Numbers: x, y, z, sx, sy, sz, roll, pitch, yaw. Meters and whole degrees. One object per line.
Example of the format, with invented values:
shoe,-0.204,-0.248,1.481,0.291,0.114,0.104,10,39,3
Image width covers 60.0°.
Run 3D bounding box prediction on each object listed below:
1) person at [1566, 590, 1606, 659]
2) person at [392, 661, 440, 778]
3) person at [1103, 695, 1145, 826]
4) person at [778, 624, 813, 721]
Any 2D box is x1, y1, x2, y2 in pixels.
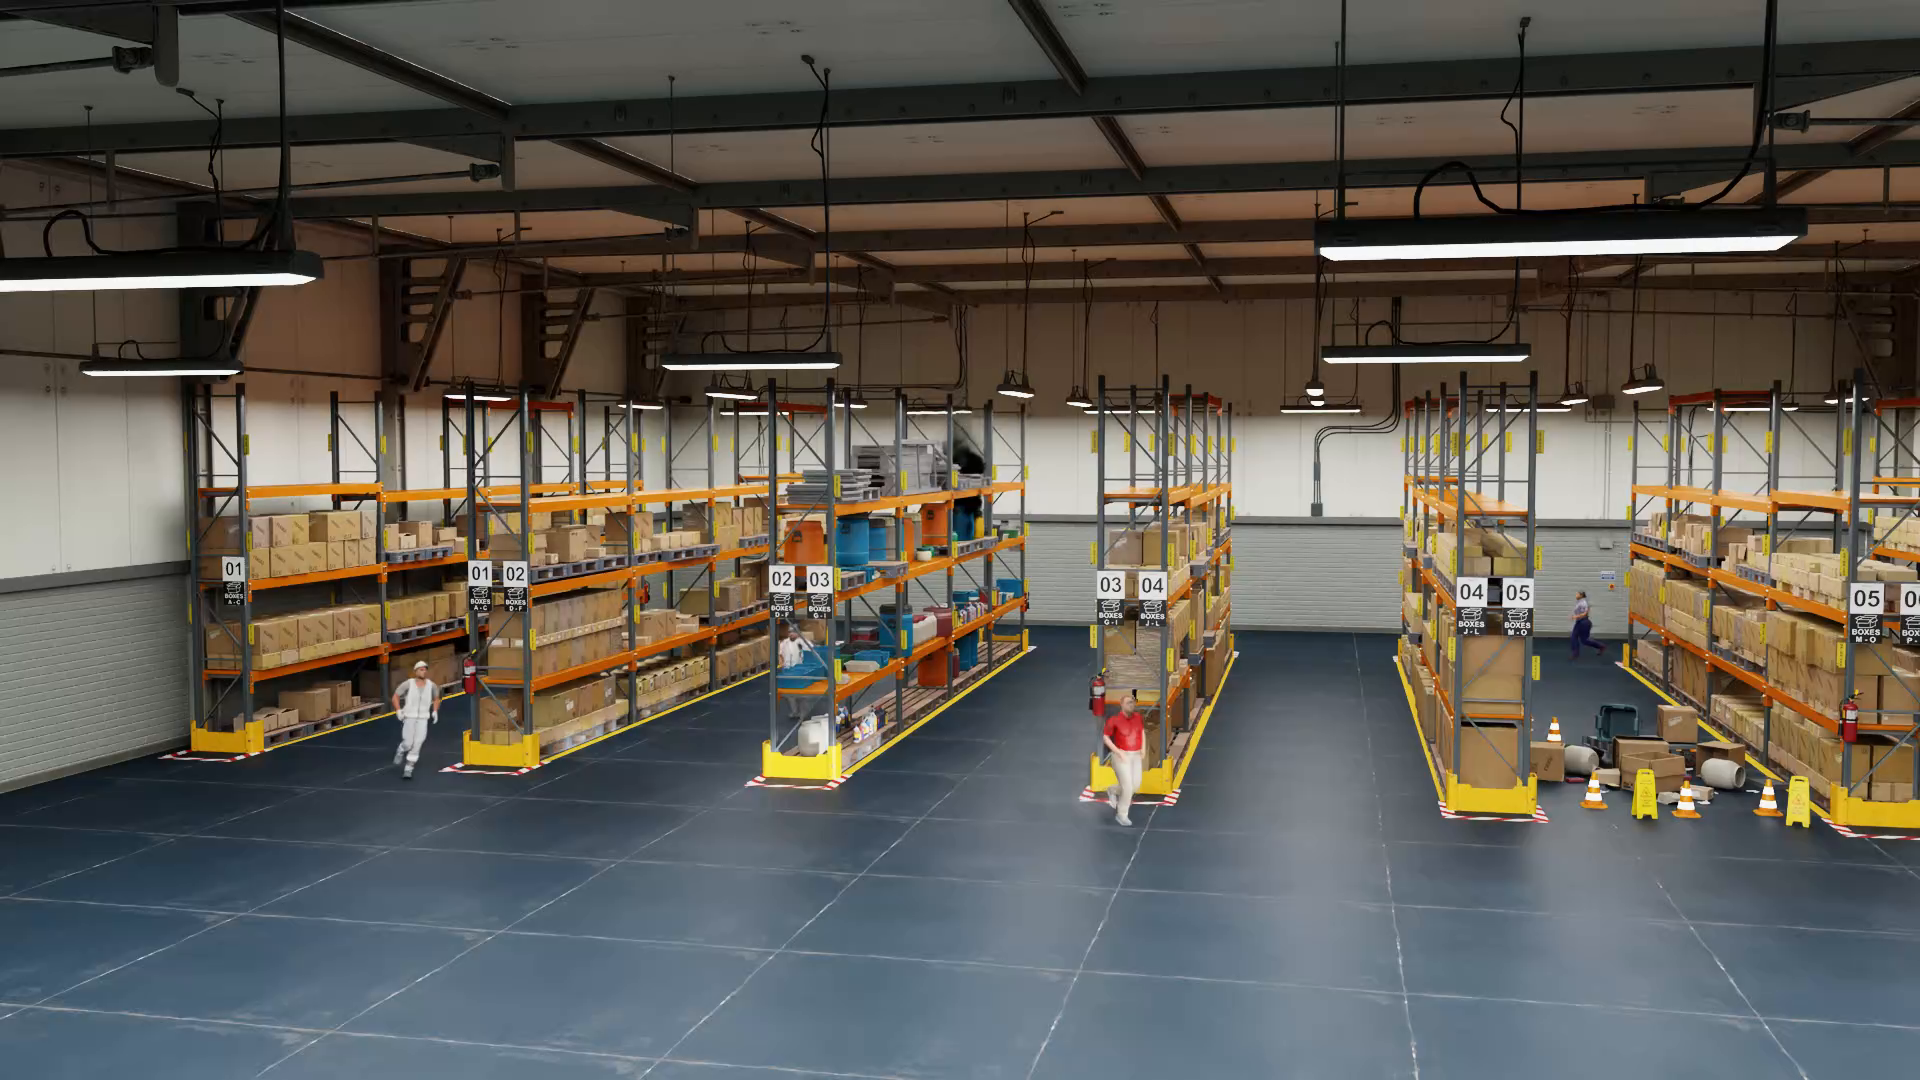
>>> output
person,14.601,1.980,38.806,0.851,1.635,0.586,1,3,11
person,-8.222,2.700,25.233,0.703,1.715,0.686,-2,4,-31
person,2.166,2.903,22.134,0.675,1.715,0.676,-2,4,-31
person,-3.002,2.413,30.149,0.693,1.813,0.702,1,3,15
